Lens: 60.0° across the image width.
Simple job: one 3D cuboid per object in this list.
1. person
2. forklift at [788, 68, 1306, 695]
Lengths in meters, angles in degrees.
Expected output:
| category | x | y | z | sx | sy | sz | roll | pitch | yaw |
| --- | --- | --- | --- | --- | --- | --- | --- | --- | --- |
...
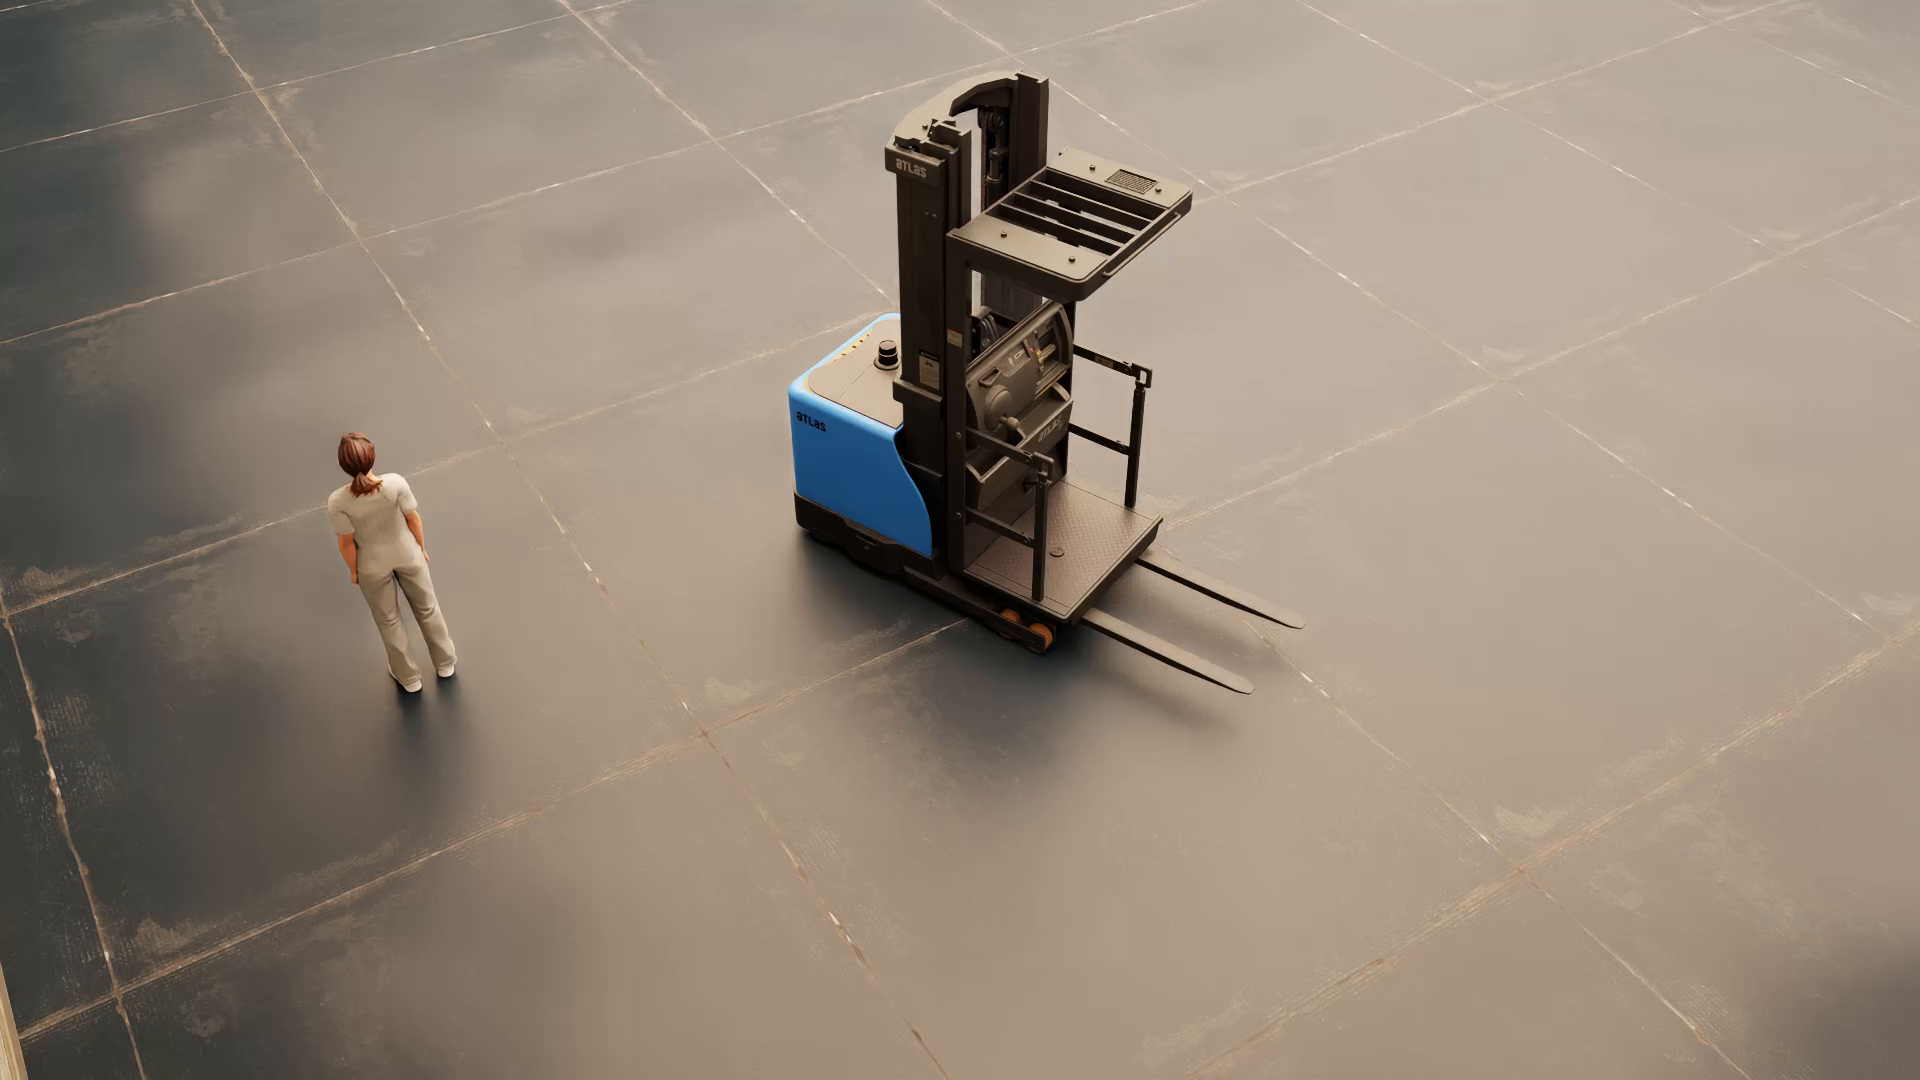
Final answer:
| category | x | y | z | sx | sy | sz | roll | pitch | yaw |
| --- | --- | --- | --- | --- | --- | --- | --- | --- | --- |
| person | -2.992 | 0.112 | 8.701 | 0.435 | 1.672 | 0.376 | -21 | 45 | -22 |
| forklift | 0.496 | -0.872 | 8.869 | 3.031 | 2.935 | 1.130 | 25 | 47 | 26 |
